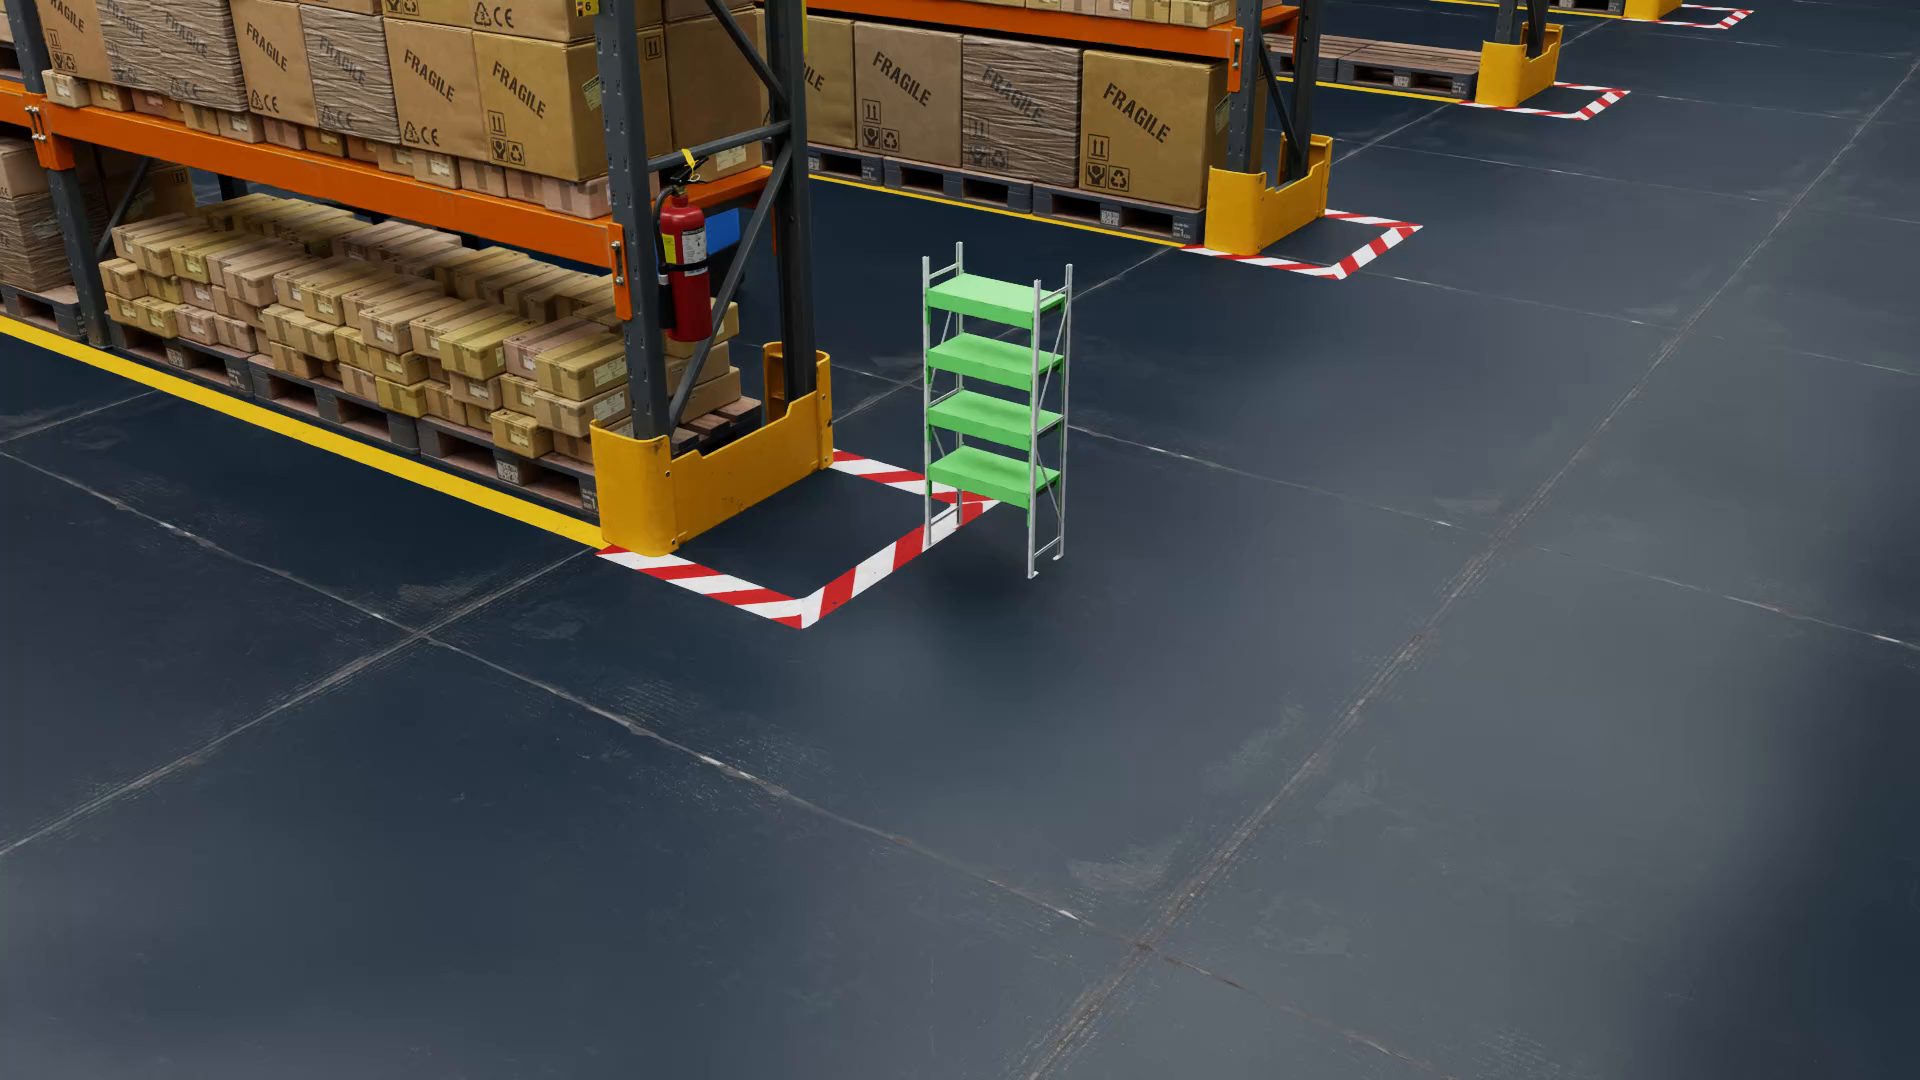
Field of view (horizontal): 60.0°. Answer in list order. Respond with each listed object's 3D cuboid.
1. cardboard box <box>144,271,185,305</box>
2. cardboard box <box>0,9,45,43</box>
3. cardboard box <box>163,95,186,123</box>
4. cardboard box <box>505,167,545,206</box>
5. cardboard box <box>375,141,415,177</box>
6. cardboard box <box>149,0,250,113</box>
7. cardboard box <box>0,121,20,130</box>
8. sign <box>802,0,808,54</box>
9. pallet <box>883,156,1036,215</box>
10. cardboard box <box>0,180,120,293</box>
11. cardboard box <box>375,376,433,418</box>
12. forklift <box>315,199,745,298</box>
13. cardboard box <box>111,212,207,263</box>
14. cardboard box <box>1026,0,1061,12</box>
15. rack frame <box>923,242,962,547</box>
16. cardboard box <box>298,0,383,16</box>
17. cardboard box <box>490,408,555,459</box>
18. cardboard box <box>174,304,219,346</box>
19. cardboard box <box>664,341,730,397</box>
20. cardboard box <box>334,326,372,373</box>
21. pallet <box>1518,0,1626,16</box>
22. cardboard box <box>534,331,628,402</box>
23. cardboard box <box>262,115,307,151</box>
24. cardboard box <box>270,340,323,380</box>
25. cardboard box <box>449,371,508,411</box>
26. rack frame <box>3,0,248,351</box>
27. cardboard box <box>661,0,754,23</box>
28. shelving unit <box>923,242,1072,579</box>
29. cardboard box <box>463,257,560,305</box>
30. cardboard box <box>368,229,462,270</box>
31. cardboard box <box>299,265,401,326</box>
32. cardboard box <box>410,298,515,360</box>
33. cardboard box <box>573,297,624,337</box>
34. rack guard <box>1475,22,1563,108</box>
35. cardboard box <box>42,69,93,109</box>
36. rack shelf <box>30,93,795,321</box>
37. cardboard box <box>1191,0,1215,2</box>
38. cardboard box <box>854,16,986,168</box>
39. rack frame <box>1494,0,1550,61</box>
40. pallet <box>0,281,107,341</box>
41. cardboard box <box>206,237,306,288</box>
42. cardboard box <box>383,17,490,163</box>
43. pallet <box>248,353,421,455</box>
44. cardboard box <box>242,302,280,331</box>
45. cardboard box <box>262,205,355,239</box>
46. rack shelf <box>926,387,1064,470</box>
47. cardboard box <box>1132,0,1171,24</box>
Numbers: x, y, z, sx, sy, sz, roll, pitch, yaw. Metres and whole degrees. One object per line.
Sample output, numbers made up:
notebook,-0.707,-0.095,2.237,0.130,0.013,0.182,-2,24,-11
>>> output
cardboard box,-3.870,-1.332,8.412,0.250,0.149,0.380,18,32,31
cardboard box,-4.686,-2.630,8.424,0.250,0.149,0.380,17,31,29
cardboard box,-3.473,-2.060,7.768,0.250,0.149,0.380,16,31,28
cardboard box,-1.562,-1.443,6.556,0.250,0.149,0.380,17,32,30
cardboard box,-2.201,-1.638,6.938,0.250,0.149,0.380,16,31,28
cardboard box,-3.174,-2.215,7.357,0.500,0.500,0.500,17,31,29
cardboard box,-5.420,-2.168,9.168,0.500,0.250,0.500,19,33,33
sign,-0.642,-2.088,6.592,0.005,0.325,0.100,17,32,30
pallet,0.237,-2.575,11.577,1.213,0.211,1.003,17,32,30
cardboard box,-4.999,-1.696,9.068,0.500,0.500,0.500,17,31,29
cardboard box,-2.396,-0.702,7.503,0.250,0.149,0.380,16,31,28
forklift,-2.790,-2.830,9.080,3.031,2.935,1.130,12,29,22
cardboard box,-4.080,-1.542,8.498,0.250,0.149,0.380,19,32,32
cardboard box,0.619,-3.446,10.491,0.250,0.149,0.380,17,31,29
rack frame,-0.065,-0.555,6.517,0.015,1.200,0.240,17,32,30
cardboard box,-2.319,-2.407,6.632,0.500,0.500,0.500,19,33,33
cardboard box,-1.771,-0.501,7.108,0.250,0.149,0.380,18,32,32
cardboard box,-3.675,-1.117,8.318,0.250,0.149,0.380,17,32,30
cardboard box,-1.236,-0.779,7.326,0.250,0.149,0.380,19,32,32
cardboard box,-2.610,-0.911,7.586,0.250,0.149,0.380,19,33,33
pallet,6.833,-6.011,18.330,1.213,0.211,1.003,17,32,30
cardboard box,-1.529,-0.722,6.887,0.250,0.149,0.380,18,32,31
cardboard box,-2.838,-1.848,7.351,0.250,0.149,0.380,19,32,32
cardboard box,-3.036,-0.912,7.914,0.250,0.149,0.380,16,31,29
cardboard box,-1.975,-0.710,7.191,0.250,0.149,0.380,16,31,28
rack frame,-4.247,-2.527,8.408,0.127,3.000,1.000,17,32,30
cardboard box,-1.169,-2.337,6.494,0.500,0.500,0.500,17,32,30
shelving unit,0.137,-0.492,6.394,0.503,1.200,0.258,17,32,30
cardboard box,-2.094,-1.189,7.803,0.250,0.149,0.380,19,32,32
cardboard box,-2.689,-1.407,8.232,0.250,0.149,0.380,16,31,29
cardboard box,-2.806,-1.132,7.691,0.250,0.149,0.380,17,32,31
cardboard box,-2.167,-0.918,7.270,0.250,0.149,0.380,16,31,28
cardboard box,-1.484,-0.969,7.370,0.250,0.149,0.380,18,32,31
rack guard,4.773,-4.064,14.185,0.348,0.500,1.175,17,32,30
cardboard box,-4.198,-2.220,8.081,0.250,0.149,0.380,19,32,32
rack shelf,-2.598,-1.692,7.562,4.000,0.370,1.077,17,32,30
cardboard box,1.392,-3.419,9.998,0.500,0.250,0.500,17,31,30
cardboard box,-0.115,-3.165,11.541,0.875,0.875,0.875,17,32,30
rack frame,4.746,-5.180,13.621,0.127,3.000,1.000,17,32,30
pallet,-4.889,-1.483,9.432,1.213,0.211,1.003,17,32,30
cardboard box,-3.422,-1.345,8.109,0.250,0.149,0.380,16,31,29
cardboard box,-1.887,-1.830,6.601,0.500,0.500,0.500,17,31,30
pallet,-2.663,-0.812,8.112,1.213,0.211,1.003,17,32,30
cardboard box,-3.214,-1.133,8.021,0.250,0.149,0.380,19,33,33
cardboard box,-3.364,-1.602,8.616,0.250,0.149,0.380,17,32,30
rack shelf,0.137,-0.435,6.423,0.480,0.148,0.258,17,32,30
cardboard box,1.247,-3.250,10.107,0.250,0.149,0.380,18,32,31
